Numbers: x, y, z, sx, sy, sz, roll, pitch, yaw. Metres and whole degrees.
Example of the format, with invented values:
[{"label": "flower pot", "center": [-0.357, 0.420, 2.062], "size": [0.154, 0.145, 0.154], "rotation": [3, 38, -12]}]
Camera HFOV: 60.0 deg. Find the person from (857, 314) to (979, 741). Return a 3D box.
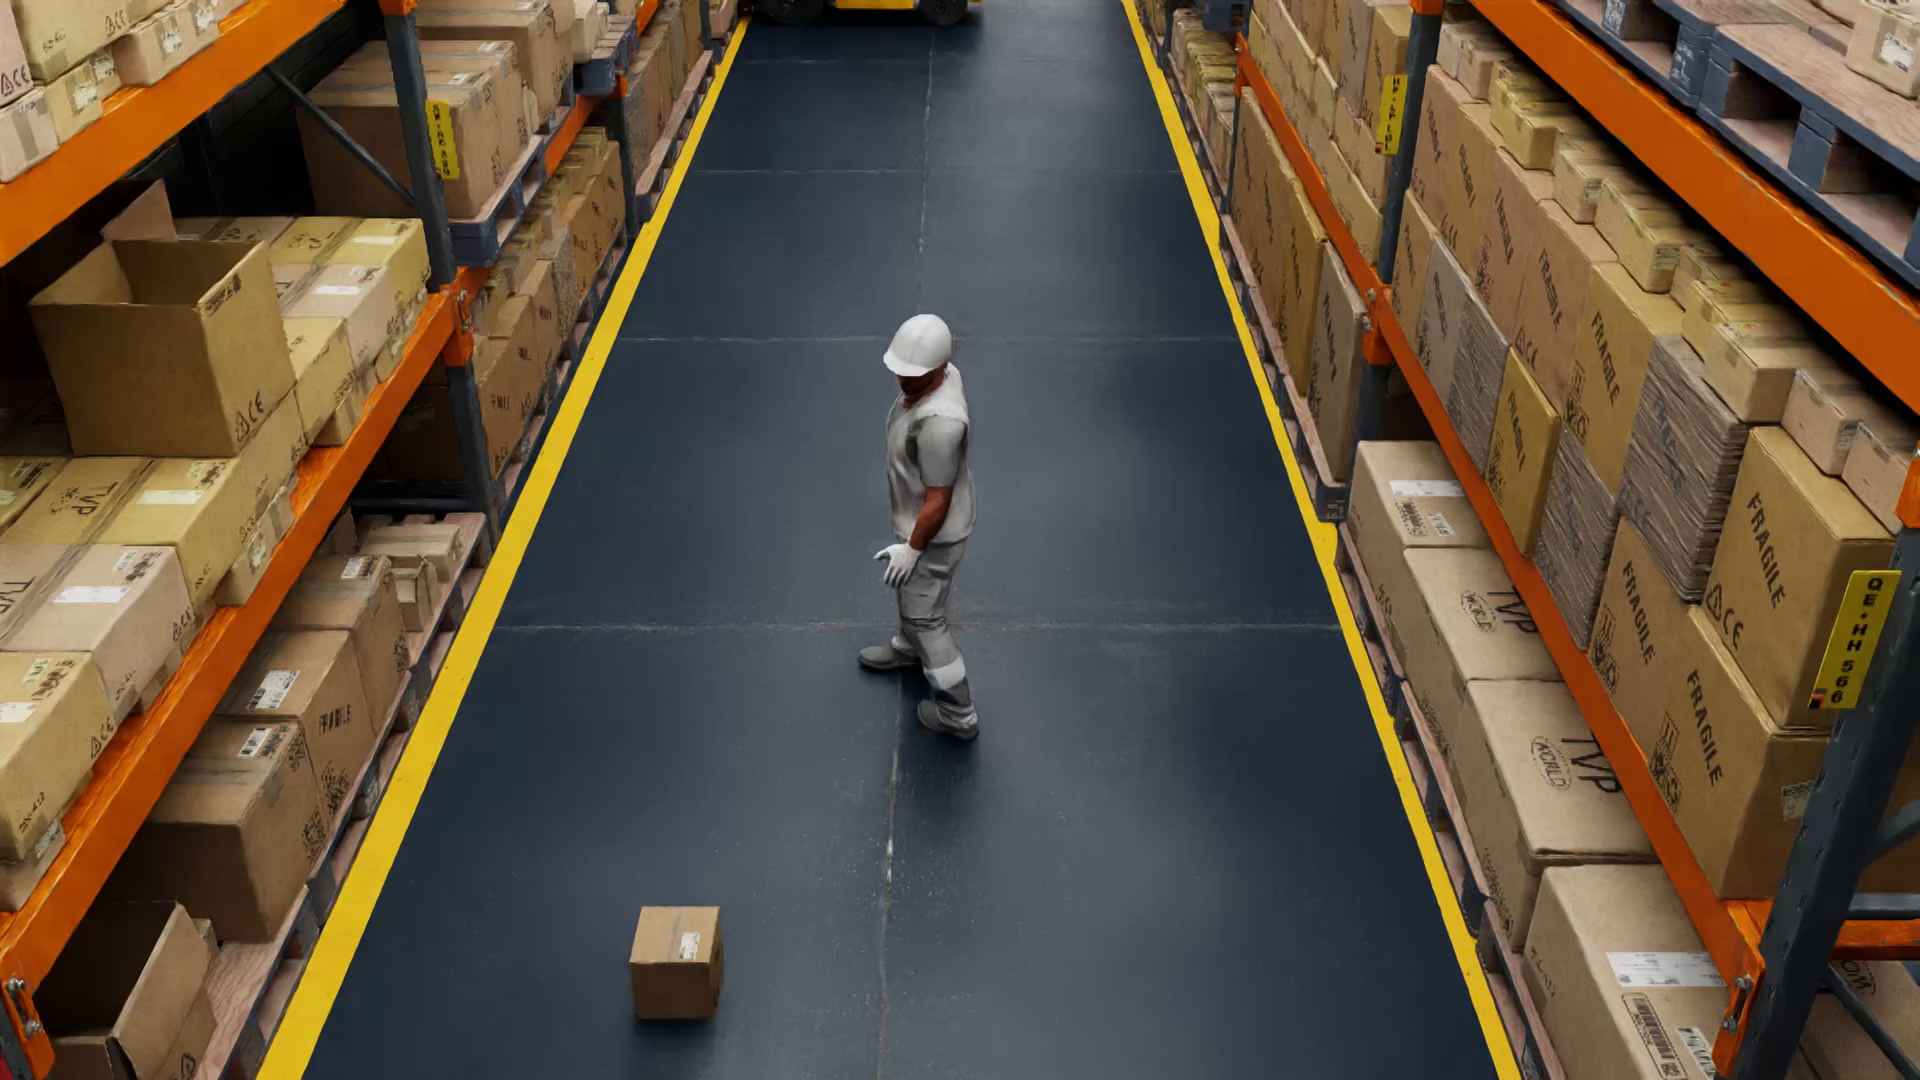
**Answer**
[{"label": "person", "center": [-0.181, -0.081, 6.278], "size": [0.546, 1.764, 0.652], "rotation": [3, 31, 5]}]
